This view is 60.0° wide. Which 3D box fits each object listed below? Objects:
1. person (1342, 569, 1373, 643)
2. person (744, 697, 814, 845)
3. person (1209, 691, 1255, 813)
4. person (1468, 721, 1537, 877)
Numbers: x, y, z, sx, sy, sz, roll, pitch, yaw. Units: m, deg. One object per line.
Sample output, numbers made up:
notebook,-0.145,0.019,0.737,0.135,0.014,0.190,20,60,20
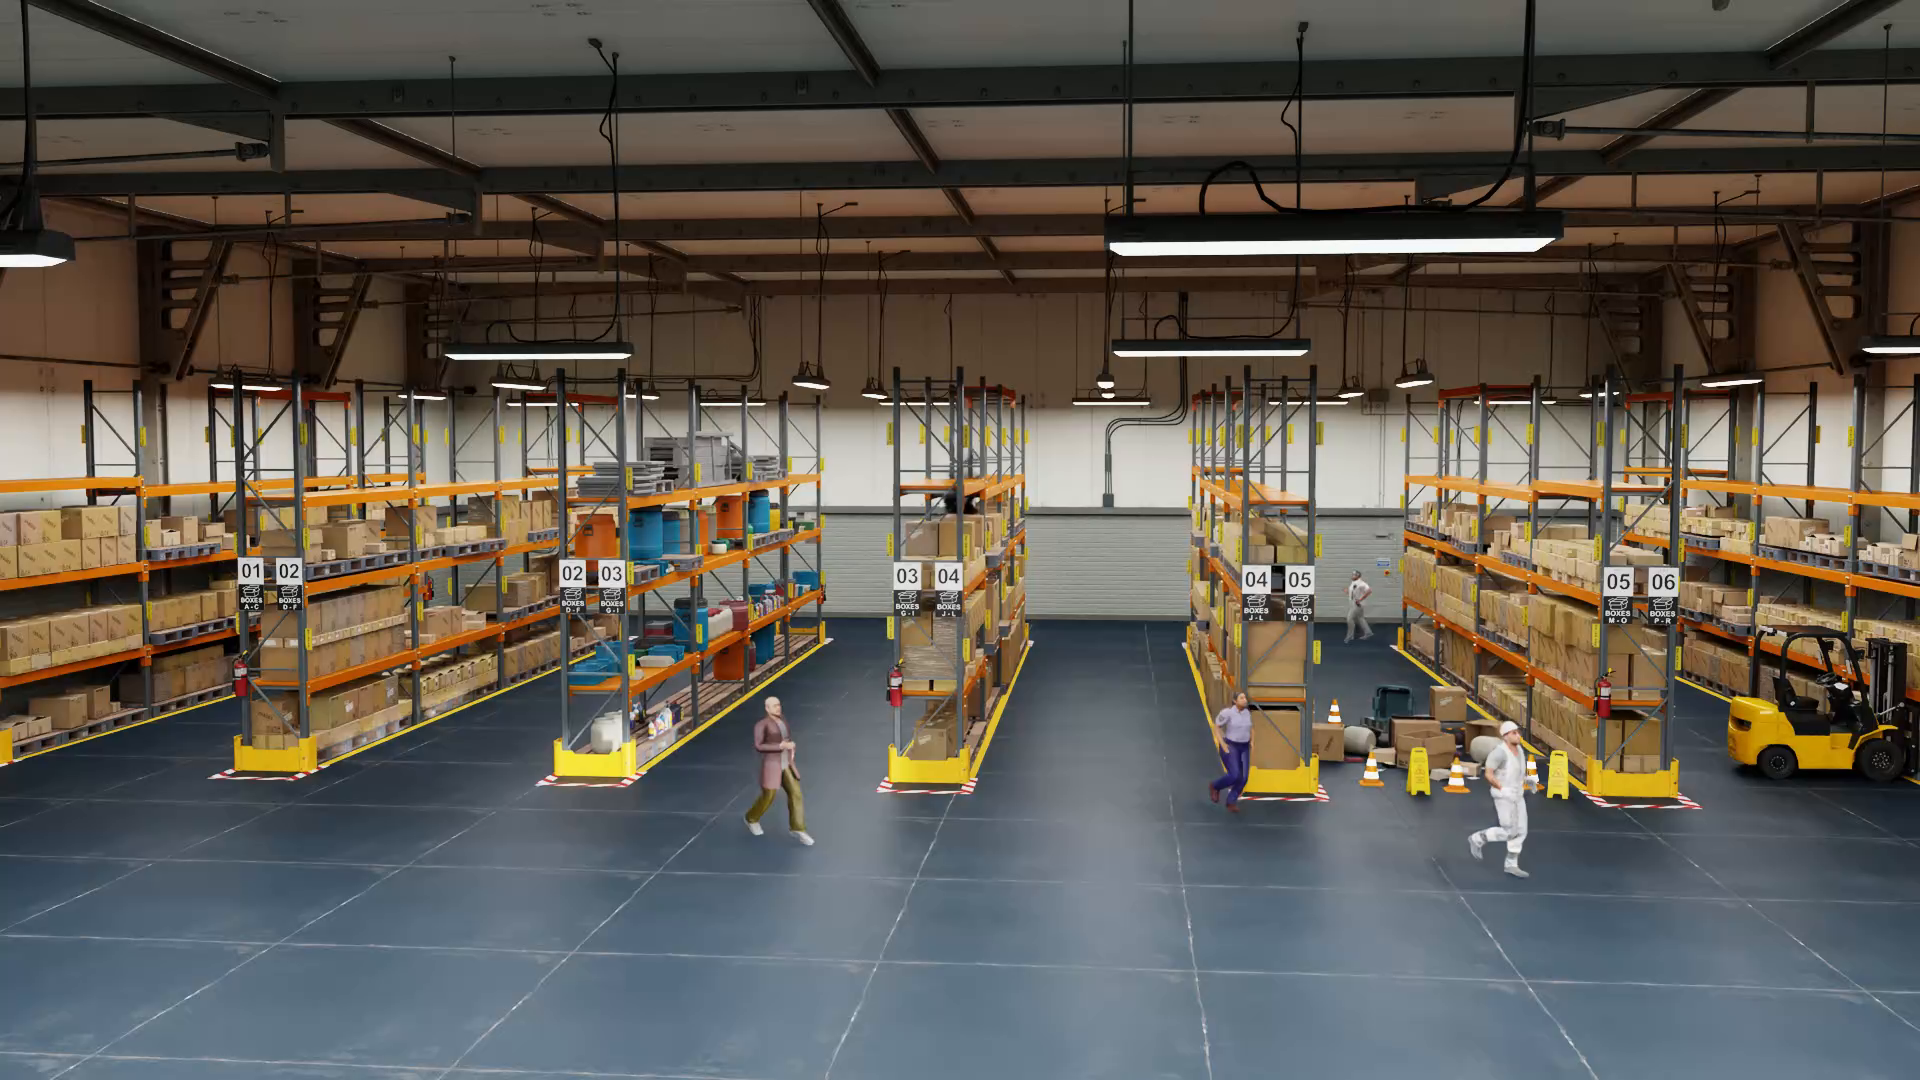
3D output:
person,9.666,1.612,40.442,0.749,1.847,0.658,0,4,3
person,-2.252,2.830,20.597,1.049,1.790,0.729,3,5,41
person,3.702,2.844,22.369,0.604,1.602,0.530,-2,4,-31
person,6.258,2.946,19.125,0.657,1.764,0.700,-3,5,-39
